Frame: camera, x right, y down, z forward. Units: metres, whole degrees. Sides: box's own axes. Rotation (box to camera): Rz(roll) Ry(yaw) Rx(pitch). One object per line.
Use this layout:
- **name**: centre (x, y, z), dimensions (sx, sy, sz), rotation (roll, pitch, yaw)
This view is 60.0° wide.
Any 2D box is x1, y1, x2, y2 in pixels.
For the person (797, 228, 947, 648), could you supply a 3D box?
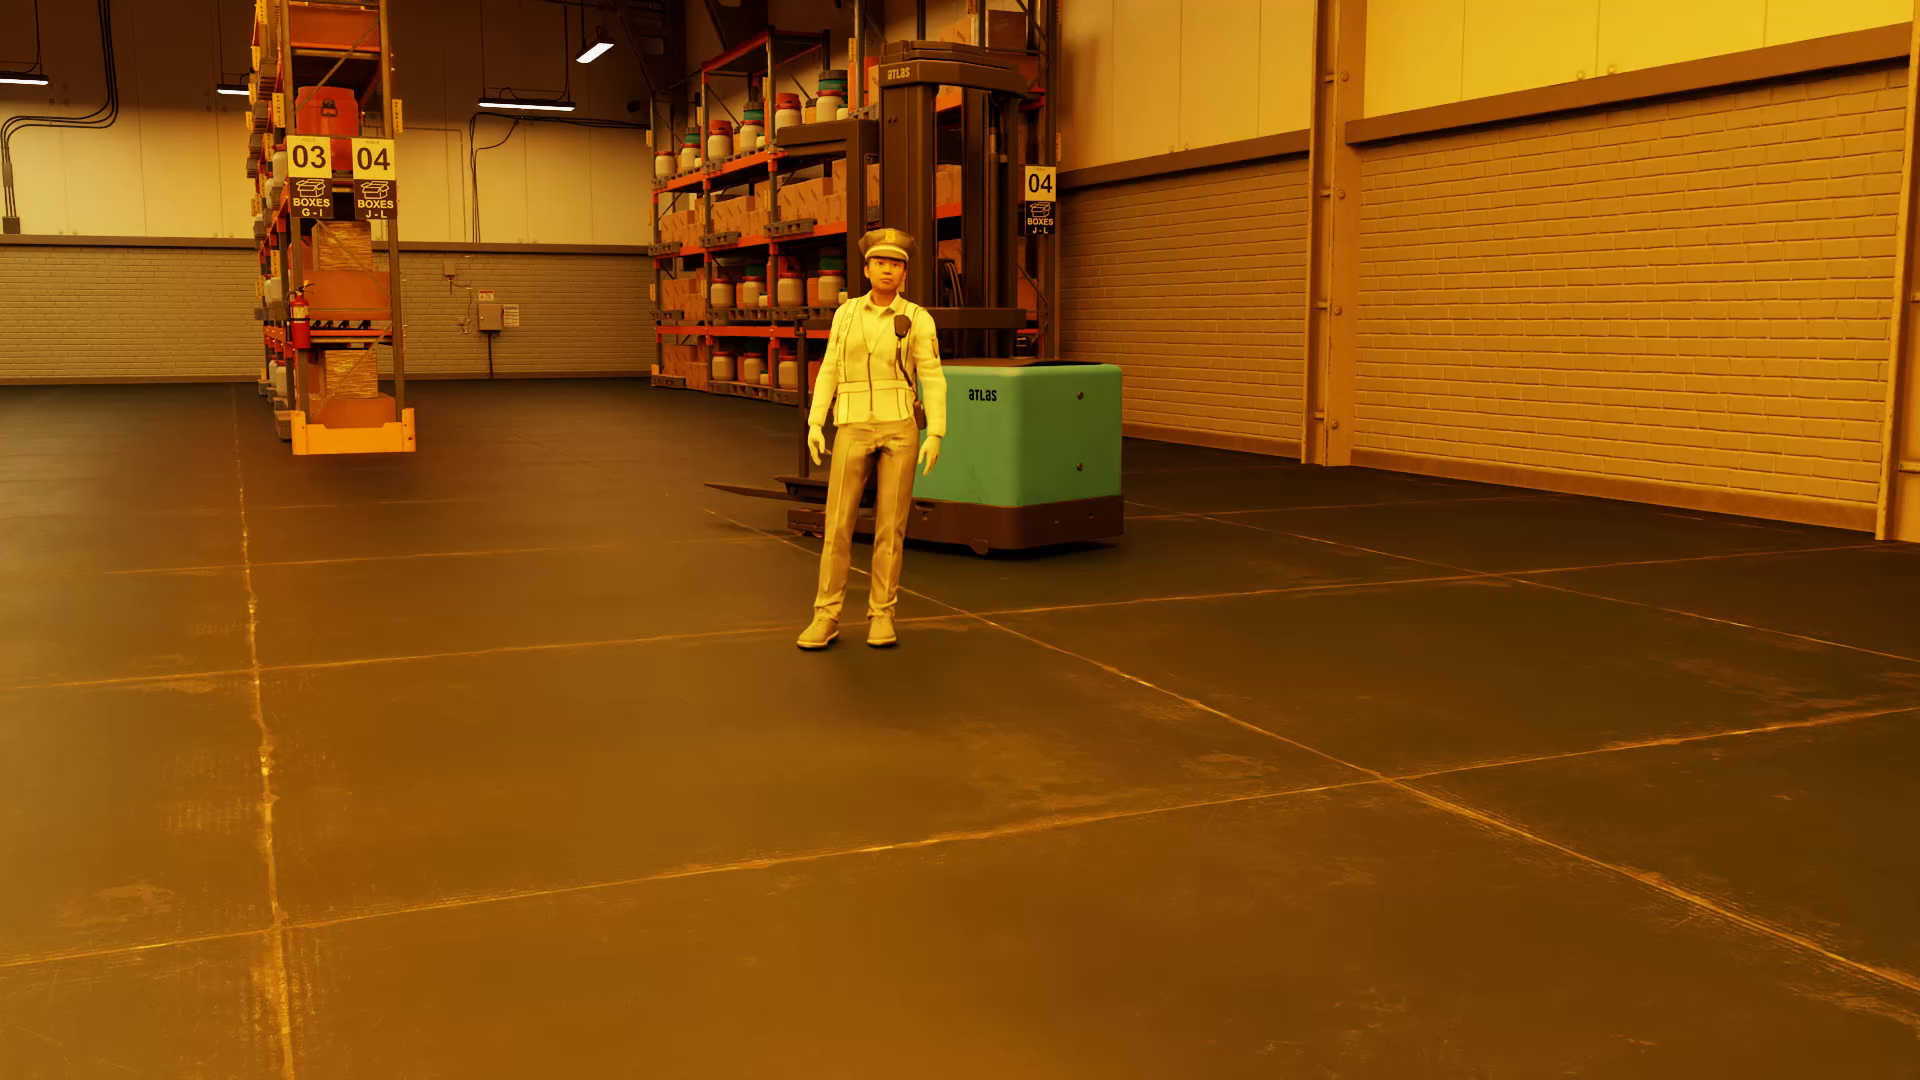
- **person**: centre (-0.352, -0.424, 6.837), dimensions (0.581, 1.697, 0.529), rotation (1, 8, 8)

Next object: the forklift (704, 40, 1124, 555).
- **forklift**: centre (-0.436, -1.509, 10.383), dimensions (3.031, 2.935, 1.130), rotation (7, 10, 44)
